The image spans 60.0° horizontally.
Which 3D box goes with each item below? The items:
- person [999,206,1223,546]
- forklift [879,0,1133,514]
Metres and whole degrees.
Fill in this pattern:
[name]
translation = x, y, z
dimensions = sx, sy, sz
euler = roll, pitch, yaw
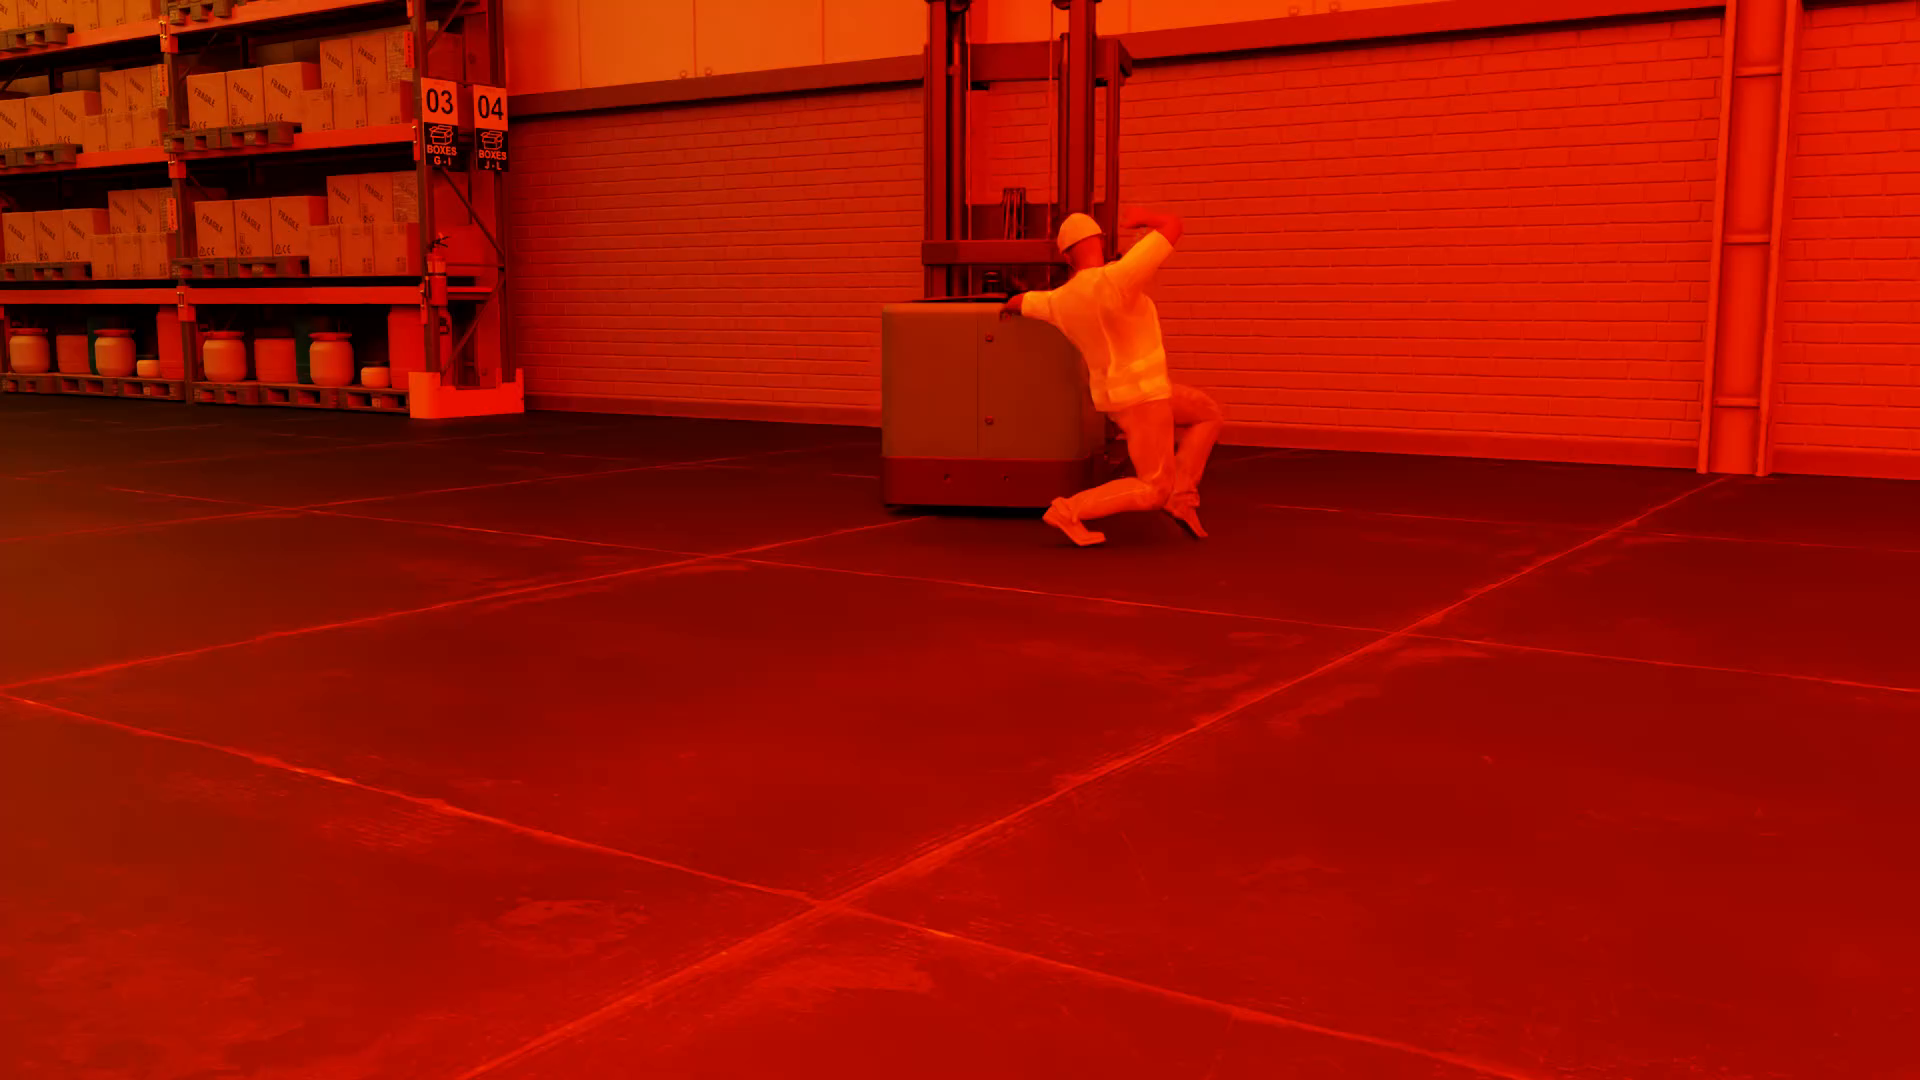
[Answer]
[person]
translation = 0.722, -0.758, 7.685
dimensions = 0.898, 1.531, 1.103
euler = -2, 8, -15
[forklift]
translation = 0.390, -1.756, 9.542
dimensions = 1.130, 2.935, 3.031
euler = 2, 8, 11
